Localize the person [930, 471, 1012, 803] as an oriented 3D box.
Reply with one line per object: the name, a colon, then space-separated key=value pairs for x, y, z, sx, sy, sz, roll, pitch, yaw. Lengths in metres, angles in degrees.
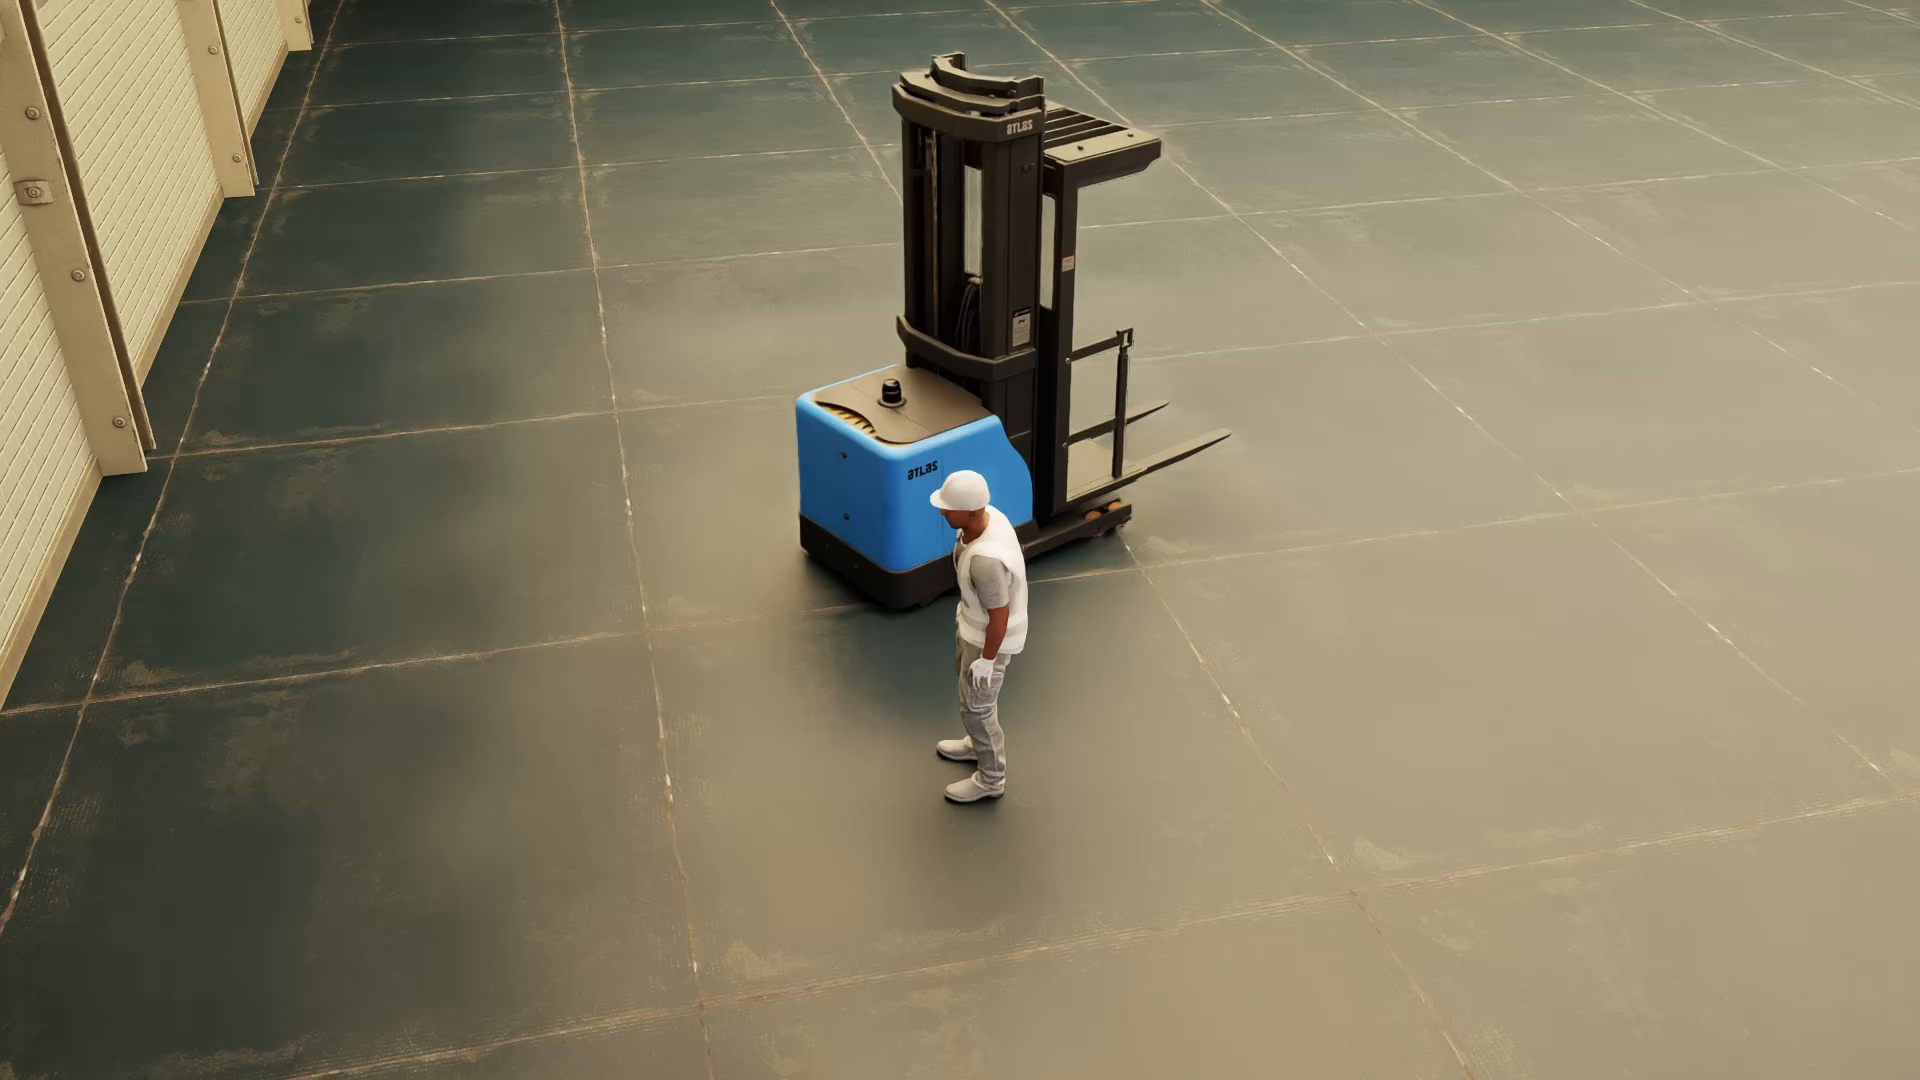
person: x=0.073 y=0.444 z=7.968 sx=0.426 sy=1.772 sz=0.617 roll=-3 pitch=30 yaw=-5
